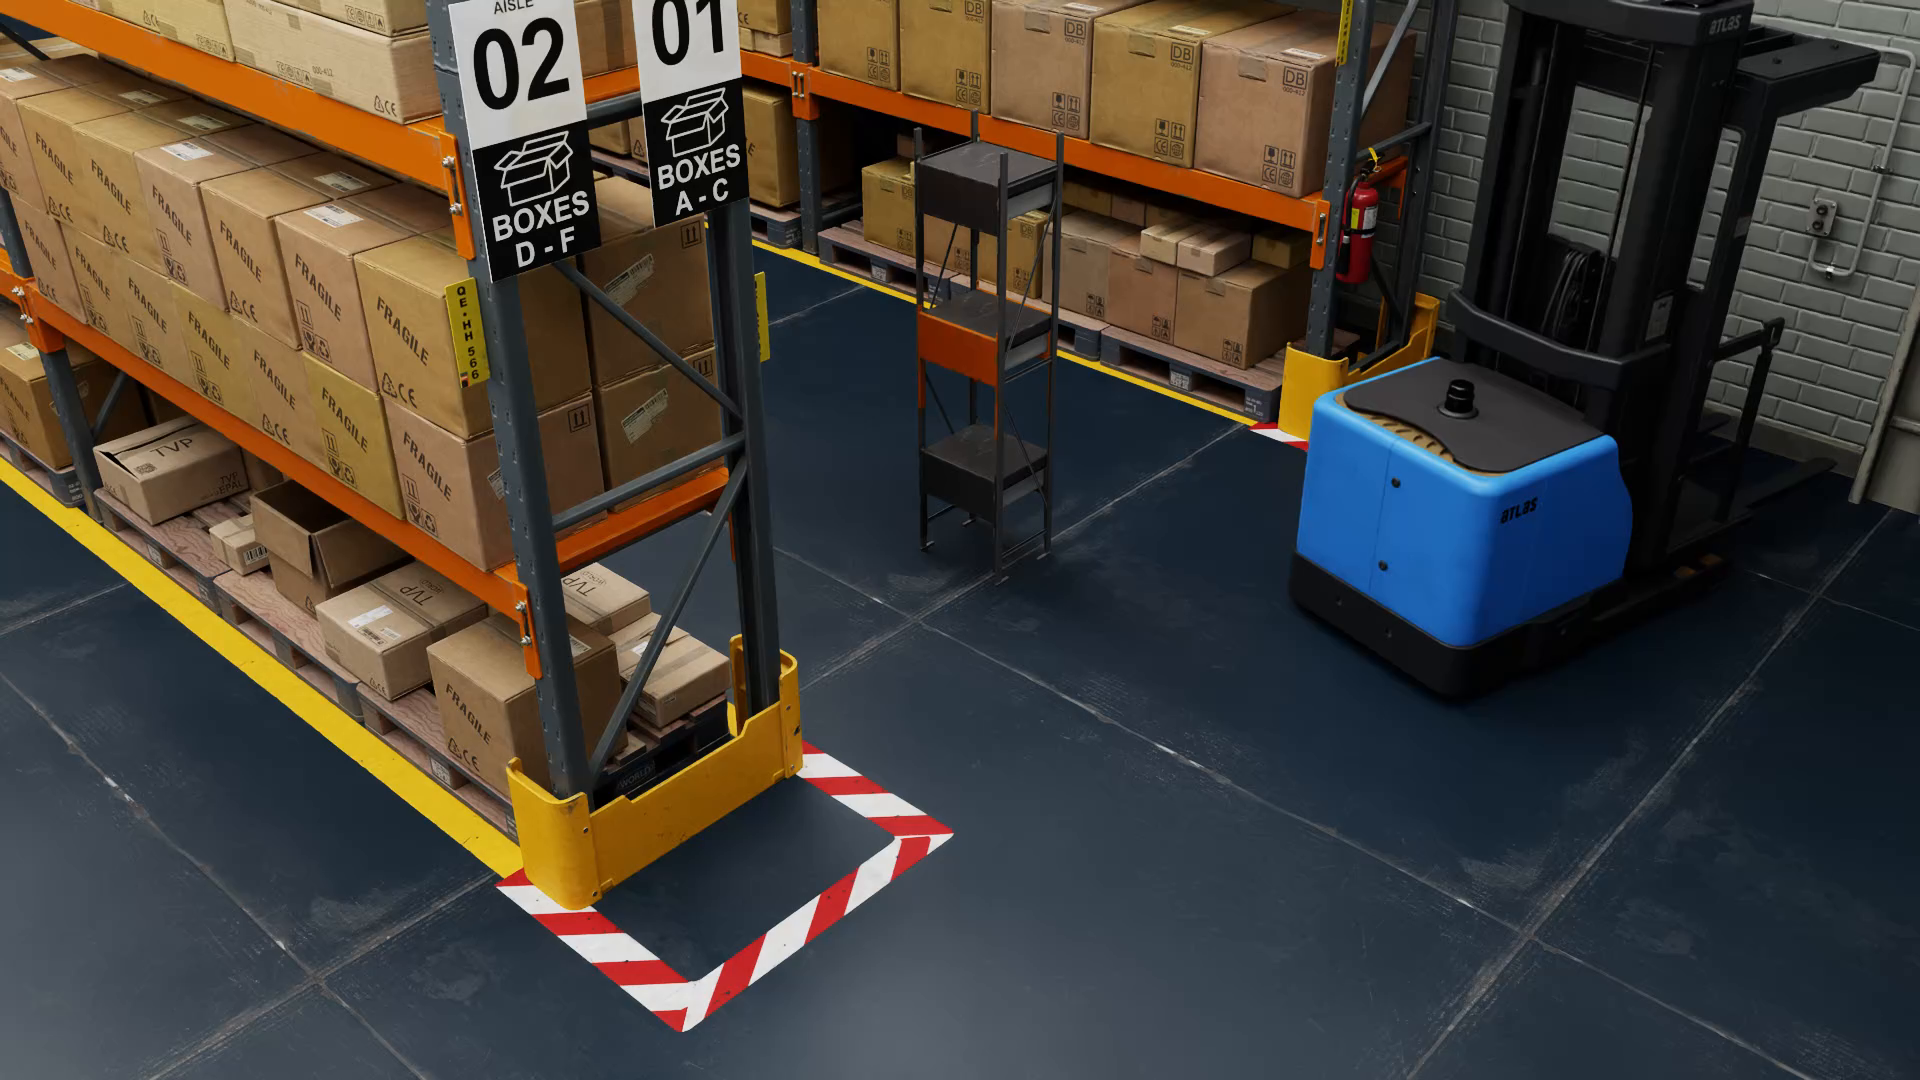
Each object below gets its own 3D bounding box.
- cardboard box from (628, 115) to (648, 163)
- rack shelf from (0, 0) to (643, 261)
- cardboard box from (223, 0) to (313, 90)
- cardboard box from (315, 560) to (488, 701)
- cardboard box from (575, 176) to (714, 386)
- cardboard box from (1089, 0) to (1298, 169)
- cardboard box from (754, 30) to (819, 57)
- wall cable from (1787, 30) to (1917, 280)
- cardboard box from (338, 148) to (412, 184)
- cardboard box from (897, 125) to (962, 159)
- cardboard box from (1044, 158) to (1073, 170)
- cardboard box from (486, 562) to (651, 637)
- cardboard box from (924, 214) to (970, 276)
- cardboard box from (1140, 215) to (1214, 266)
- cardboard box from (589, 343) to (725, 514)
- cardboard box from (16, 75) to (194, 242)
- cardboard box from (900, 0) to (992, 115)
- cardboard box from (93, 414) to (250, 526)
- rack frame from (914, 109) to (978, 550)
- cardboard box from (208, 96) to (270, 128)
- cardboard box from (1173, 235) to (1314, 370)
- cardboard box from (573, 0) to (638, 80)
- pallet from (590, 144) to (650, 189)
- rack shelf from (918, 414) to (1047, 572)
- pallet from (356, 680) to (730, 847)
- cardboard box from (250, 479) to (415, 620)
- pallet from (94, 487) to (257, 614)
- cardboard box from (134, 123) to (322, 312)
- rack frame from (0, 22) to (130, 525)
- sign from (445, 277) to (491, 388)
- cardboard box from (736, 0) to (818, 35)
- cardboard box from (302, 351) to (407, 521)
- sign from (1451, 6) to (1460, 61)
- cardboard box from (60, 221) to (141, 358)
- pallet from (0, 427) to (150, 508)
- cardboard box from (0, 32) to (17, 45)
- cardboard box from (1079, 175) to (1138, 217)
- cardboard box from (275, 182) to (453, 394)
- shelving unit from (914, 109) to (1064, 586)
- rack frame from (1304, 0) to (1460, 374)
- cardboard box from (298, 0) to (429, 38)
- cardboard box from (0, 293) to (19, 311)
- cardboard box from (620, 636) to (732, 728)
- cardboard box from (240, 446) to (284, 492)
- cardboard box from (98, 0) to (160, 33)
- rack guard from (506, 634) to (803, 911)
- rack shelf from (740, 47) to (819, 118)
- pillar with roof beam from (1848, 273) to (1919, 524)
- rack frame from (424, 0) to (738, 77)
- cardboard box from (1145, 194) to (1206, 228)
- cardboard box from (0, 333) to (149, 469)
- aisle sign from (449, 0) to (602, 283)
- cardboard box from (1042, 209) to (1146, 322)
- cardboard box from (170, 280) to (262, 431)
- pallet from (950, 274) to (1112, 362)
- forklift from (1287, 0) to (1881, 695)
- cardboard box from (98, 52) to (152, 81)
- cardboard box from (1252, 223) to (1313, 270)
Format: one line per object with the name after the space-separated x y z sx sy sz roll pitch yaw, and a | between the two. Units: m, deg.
-1.946 -3.207 12.345 0.750 0.750 0.750 26 40 36 | cardboard box
-2.554 -1.855 6.212 4.000 0.370 1.077 25 39 35 | rack shelf
-1.992 -1.661 5.338 0.500 0.250 0.500 25 39 35 | cardboard box
-2.324 0.369 6.968 0.500 0.250 0.500 25 39 35 | cardboard box
-1.223 -0.912 5.790 0.500 0.500 0.500 26 40 36 | cardboard box
1.318 -2.630 9.420 0.700 0.700 0.980 25 39 35 | cardboard box
-1.156 -3.376 11.173 0.250 0.149 0.380 25 39 36 | cardboard box
3.834 -2.435 8.402 1.851 1.984 0.084 25 39 35 | wall cable
-1.983 -1.265 6.376 0.500 0.500 0.500 26 39 36 | cardboard box
-0.204 -2.681 11.182 0.250 0.149 0.380 25 39 35 | cardboard box
0.570 -2.321 10.584 0.250 0.149 0.380 25 39 36 | cardboard box
-1.655 0.334 7.027 0.500 0.250 0.500 25 39 35 | cardboard box
0.140 -2.102 10.849 0.500 0.500 0.700 25 39 35 | cardboard box
1.257 -1.735 9.612 0.250 0.149 0.380 26 40 36 | cardboard box
-1.223 -0.483 6.047 0.500 0.500 0.500 26 40 36 | cardboard box
-3.493 -1.592 6.921 0.500 0.500 0.500 24 38 34 | cardboard box
0.213 -3.146 10.276 0.700 0.700 0.980 24 38 34 | cardboard box
-3.871 -0.379 8.151 0.500 0.311 0.500 25 39 35 | cardboard box
-0.058 -0.927 7.754 0.015 2.100 0.400 25 39 35 | rack frame
-2.733 -1.615 6.958 0.500 0.500 0.500 25 39 35 | cardboard box
1.664 -1.395 9.675 0.500 0.500 0.700 25 39 35 | cardboard box
-1.281 -1.682 5.372 0.500 0.250 0.500 25 39 35 | cardboard box
-2.247 -2.932 12.915 1.213 0.211 1.003 25 39 35 | pallet
0.123 -0.231 7.981 0.480 0.518 0.431 25 39 35 | rack shelf
-1.719 0.707 6.871 1.213 0.211 1.003 25 39 35 | pallet
-2.640 -0.041 7.404 0.637 0.503 0.797 25 39 35 | cardboard box
-3.528 -0.138 8.274 1.213 0.211 1.003 25 39 35 | pallet
-2.729 -1.236 6.328 0.500 0.500 0.500 26 40 36 | cardboard box
-4.037 -1.570 7.950 0.127 3.000 1.000 25 39 35 | rack frame
-1.458 -0.612 4.929 0.005 0.325 0.100 25 39 35 | sign
-1.227 -3.708 11.097 0.500 0.500 0.500 24 39 34 | cardboard box
-1.973 -0.458 6.005 0.500 0.500 0.500 25 39 35 | cardboard box
2.627 -2.697 8.905 0.005 0.325 0.100 25 39 35 | sign
-3.460 -1.157 7.166 0.500 0.500 0.500 26 40 36 | cardboard box
-4.665 -0.643 9.113 1.213 0.211 1.003 25 39 35 | pallet
-5.388 -2.381 8.793 0.500 0.500 0.700 15 34 23 | cardboard box
0.950 -2.144 10.290 0.250 0.149 0.380 25 39 36 | cardboard box
-1.961 -0.881 5.738 0.500 0.500 0.500 26 40 36 | cardboard box
0.123 -0.842 7.613 0.503 2.100 0.431 25 39 35 | shelving unit
2.250 -2.082 8.799 0.127 3.000 1.000 25 39 35 | rack frame
-1.623 -1.701 4.920 0.500 0.250 0.500 25 39 35 | cardboard box
-5.327 -1.097 9.161 0.500 0.500 0.500 26 39 36 | cardboard box
-1.151 0.571 6.731 0.250 0.149 0.380 25 39 35 | cardboard box
-3.424 -0.599 8.334 0.500 0.500 0.500 25 39 35 | cardboard box
-2.732 -2.008 5.915 0.500 0.250 0.500 25 39 35 | cardboard box
-1.127 0.859 6.339 0.348 0.500 1.175 25 39 35 | rack guard
-2.198 -3.850 12.434 4.000 0.370 1.077 25 39 35 | rack shelf
1.944 -2.402 3.515 0.400 9.000 9.100 25 39 35 | pillar with roof beam
-1.071 -2.756 4.103 0.127 3.000 1.000 25 39 35 | rack frame
1.330 -1.967 9.997 0.250 0.149 0.380 25 39 35 | cardboard box
-4.595 -0.749 8.583 0.500 0.500 0.500 25 39 35 | cardboard box
-1.226 -1.159 4.746 0.004 0.787 0.394 25 39 35 | aisle sign
0.920 -1.742 10.251 0.500 0.500 0.700 24 38 34 | cardboard box
-2.713 -0.807 6.586 0.500 0.500 0.500 24 39 34 | cardboard box
0.705 -1.556 10.630 1.213 0.211 1.003 25 39 35 | pallet
3.029 -1.174 7.358 3.031 2.935 1.130 -19 36 -28 | forklift
-3.488 -1.966 7.540 0.500 0.500 0.500 25 39 35 | cardboard box
1.891 -1.706 9.563 0.250 0.149 0.380 25 39 35 | cardboard box
